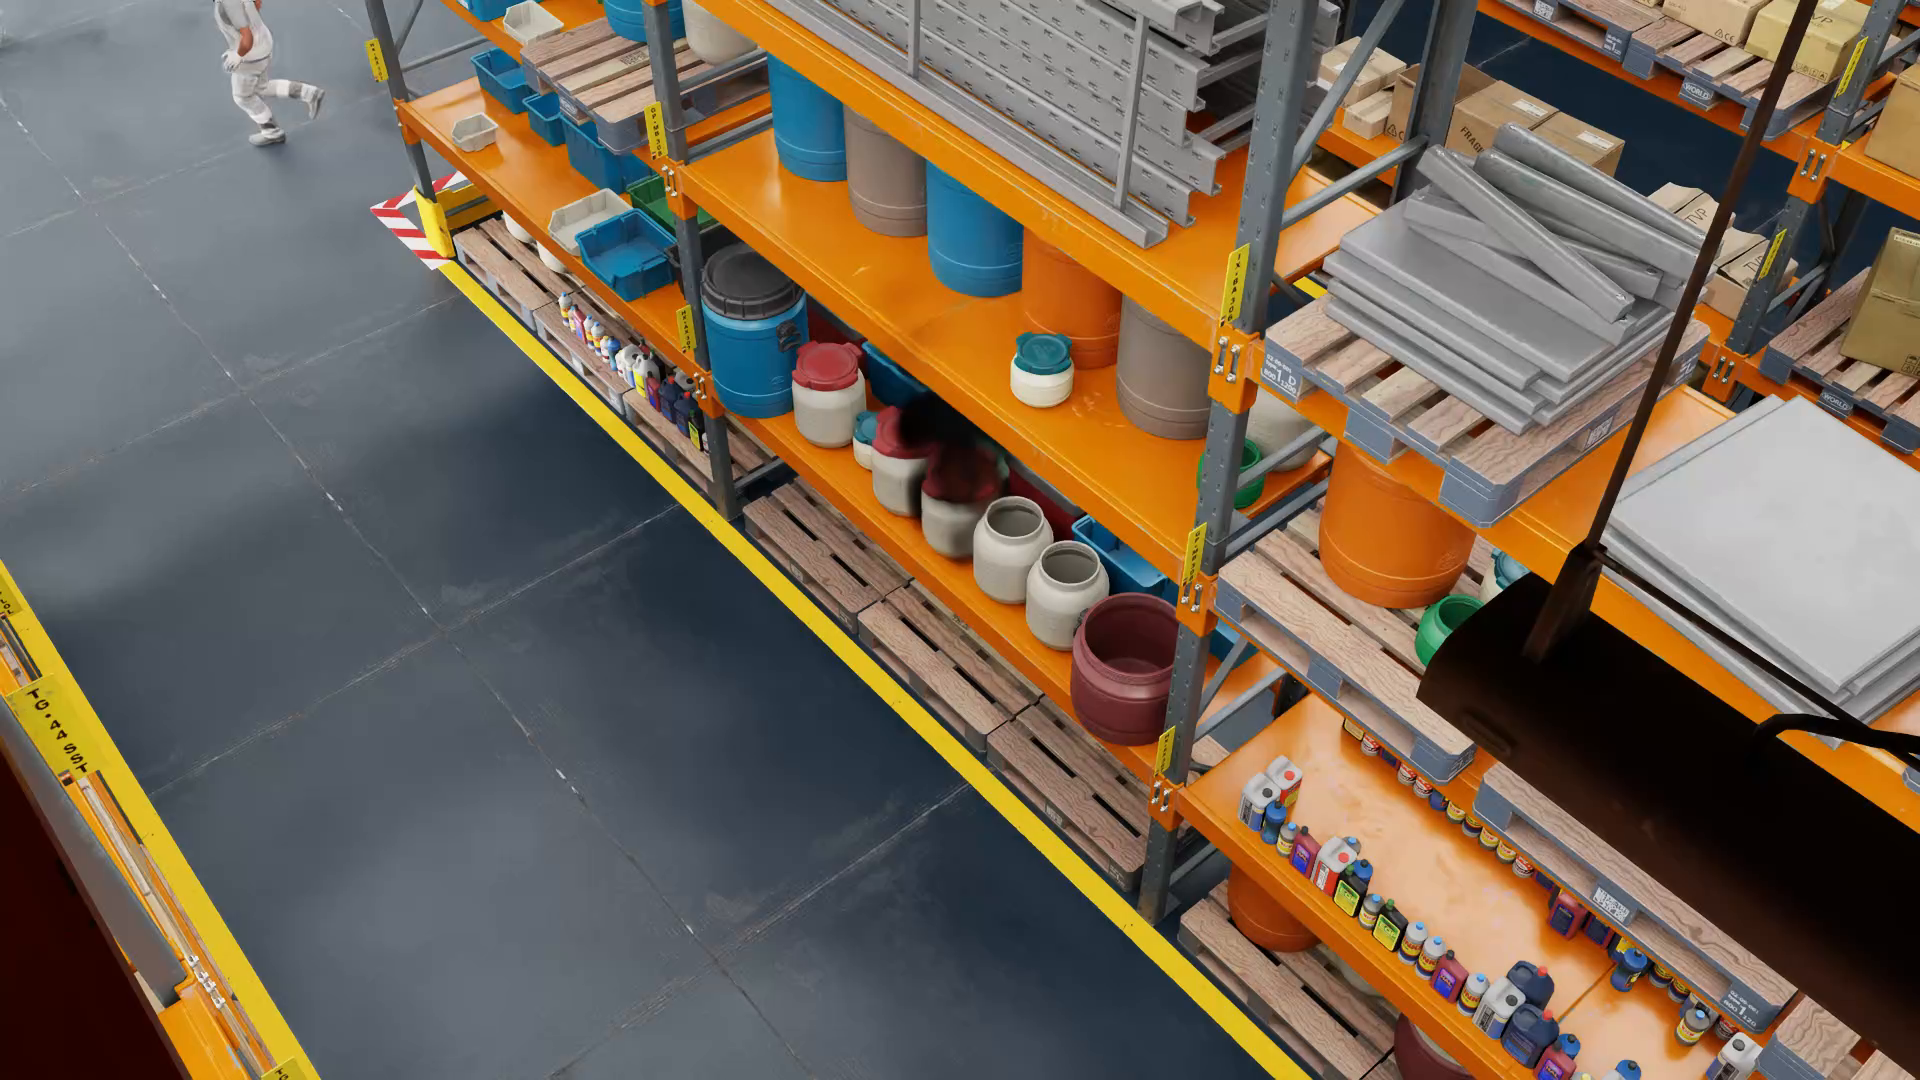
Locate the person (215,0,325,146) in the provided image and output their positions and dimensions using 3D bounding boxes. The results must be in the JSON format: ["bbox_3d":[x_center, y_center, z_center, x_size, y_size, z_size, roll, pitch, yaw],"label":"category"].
[{"bbox_3d":[-5.707,-4.005,13.594,0.714,1.737,0.652,-6,47,-6],"label":"person"}]
